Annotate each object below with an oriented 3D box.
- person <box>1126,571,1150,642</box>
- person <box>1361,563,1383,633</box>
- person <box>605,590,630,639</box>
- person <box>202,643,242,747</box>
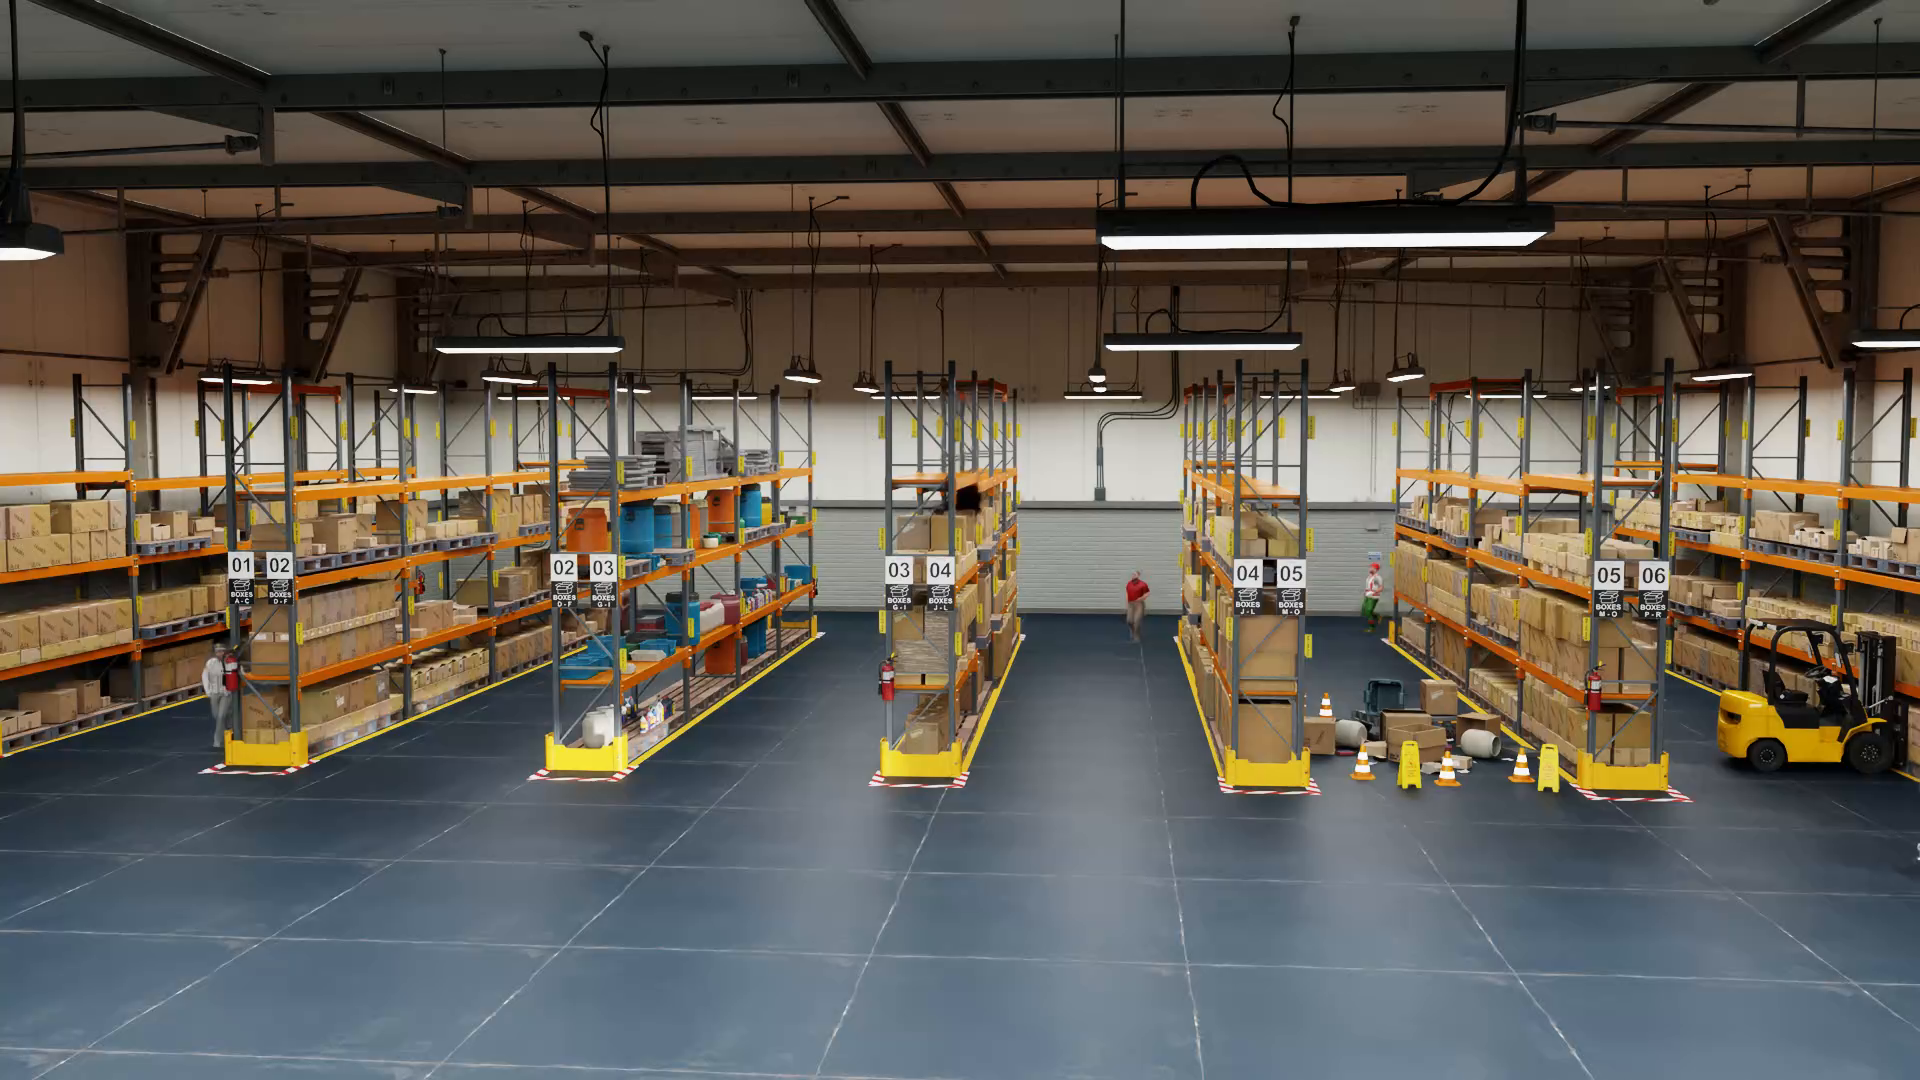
[{"bbox_3d":[4.173,1.575,39.379,0.649,1.697,0.629,2,4,30],"label":"person"},{"bbox_3d":[10.219,1.432,41.117,0.574,1.736,0.657,-1,4,-13],"label":"person"},{"bbox_3d":[-7.393,1.736,35.954,0.704,1.802,1.047,0,4,0],"label":"person"},{"bbox_3d":[-11.798,2.454,26.649,0.635,1.669,0.763,0,4,-4],"label":"person"}]
